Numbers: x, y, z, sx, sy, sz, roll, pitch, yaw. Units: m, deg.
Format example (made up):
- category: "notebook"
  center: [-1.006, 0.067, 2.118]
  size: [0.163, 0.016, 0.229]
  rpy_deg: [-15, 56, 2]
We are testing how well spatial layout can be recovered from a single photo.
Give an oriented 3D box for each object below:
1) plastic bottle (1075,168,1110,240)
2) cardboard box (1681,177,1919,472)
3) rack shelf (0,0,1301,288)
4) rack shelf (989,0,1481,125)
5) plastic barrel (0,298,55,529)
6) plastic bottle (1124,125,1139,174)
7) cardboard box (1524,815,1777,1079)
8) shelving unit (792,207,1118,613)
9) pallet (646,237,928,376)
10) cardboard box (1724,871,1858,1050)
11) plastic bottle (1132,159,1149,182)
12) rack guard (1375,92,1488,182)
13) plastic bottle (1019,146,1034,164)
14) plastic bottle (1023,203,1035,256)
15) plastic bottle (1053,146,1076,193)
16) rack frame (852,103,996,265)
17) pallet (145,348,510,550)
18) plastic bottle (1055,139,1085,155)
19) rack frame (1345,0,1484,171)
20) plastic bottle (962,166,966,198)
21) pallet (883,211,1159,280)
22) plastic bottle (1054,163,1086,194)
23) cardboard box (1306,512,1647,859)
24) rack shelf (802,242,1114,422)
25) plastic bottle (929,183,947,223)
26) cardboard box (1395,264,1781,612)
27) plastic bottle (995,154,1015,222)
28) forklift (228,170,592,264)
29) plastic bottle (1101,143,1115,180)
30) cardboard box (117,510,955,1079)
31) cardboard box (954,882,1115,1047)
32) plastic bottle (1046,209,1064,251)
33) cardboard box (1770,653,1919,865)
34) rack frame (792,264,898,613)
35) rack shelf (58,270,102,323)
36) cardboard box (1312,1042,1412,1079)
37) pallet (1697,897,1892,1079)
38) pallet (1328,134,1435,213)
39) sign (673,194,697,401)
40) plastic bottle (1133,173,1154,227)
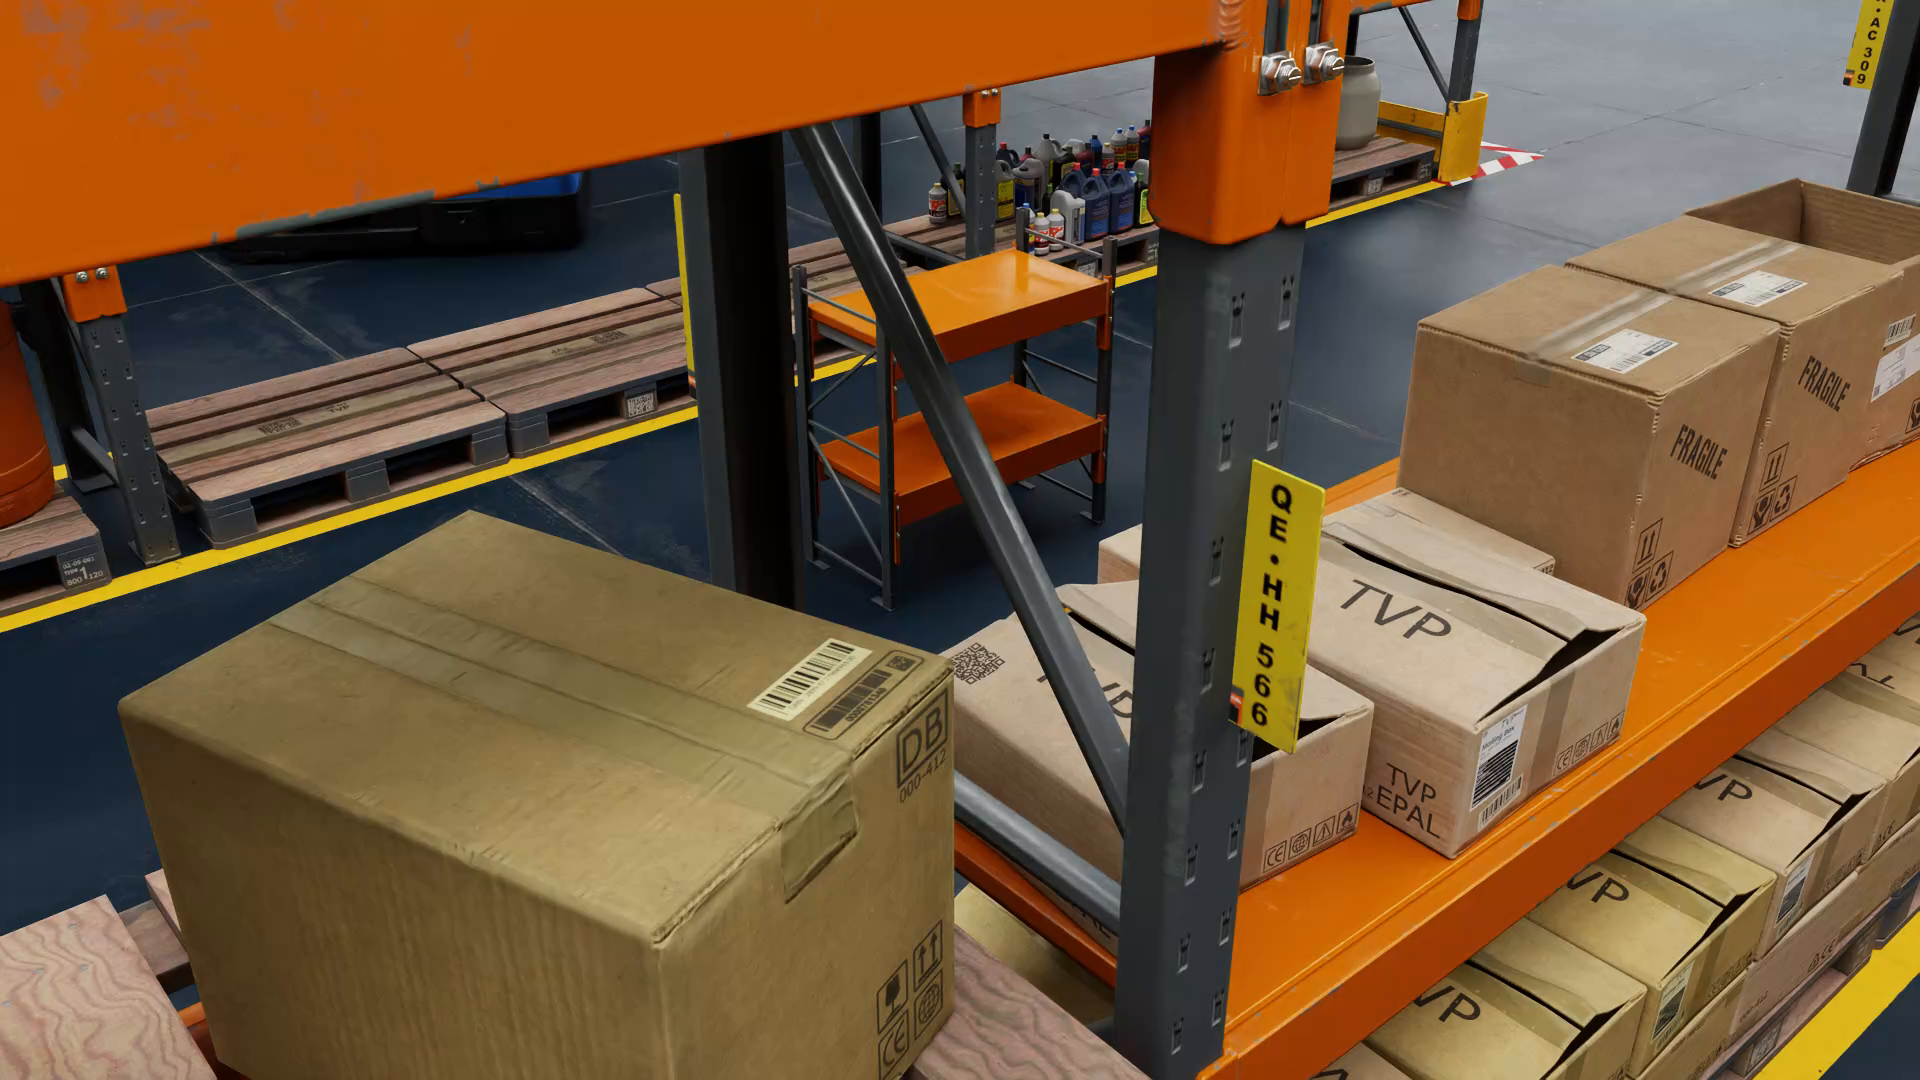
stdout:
- category: "plastic bottle"
  center: [0.689, -1.765, 8.715]
  size: [0.185, 0.351, 0.144]
  rpy_deg: [-21, 34, -34]
- category: "cardboard box"
  center: [2.022, -0.518, 3.931]
  size: [0.500, 0.500, 0.500]
  rpy_deg: [-19, 34, -31]
- category: "rack shelf"
  center: [-1.547, -0.034, 0.713]
  size: [4.000, 0.370, 1.077]
  rpy_deg: [-22, 35, -35]
- category: "rack shelf"
  center: [1.327, -2.936, 9.325]
  size: [4.000, 0.370, 1.077]
  rpy_deg: [-22, 35, -35]
- category: "plastic barrel"
  center: [-3.598, -0.490, 5.842]
  size: [0.708, 0.830, 0.600]
  rpy_deg: [-22, 35, -35]
- category: "plastic bottle"
  center: [1.006, -2.308, 9.814]
  size: [0.097, 0.271, 0.097]
  rpy_deg: [0, 28, 0]
- category: "cardboard box"
  center: [1.347, 0.766, 3.511]
  size: [0.500, 0.311, 0.500]
  rpy_deg: [-23, 36, -36]
- category: "shelving unit"
  center: [-0.005, -0.494, 5.981]
  size: [1.048, 1.125, 0.538]
  rpy_deg: [-22, 35, -35]
- category: "pallet"
  center: [-0.767, -1.157, 8.192]
  size: [1.213, 0.211, 1.003]
  rpy_deg: [-22, 35, -35]
- category: "cardboard box"
  center: [1.728, 0.860, 3.930]
  size: [0.500, 0.250, 0.500]
  rpy_deg: [-21, 35, -34]
- category: "plastic bottle"
  center: [1.041, -1.966, 9.169]
  size: [0.135, 0.276, 0.152]
  rpy_deg: [-22, 35, -35]
- category: "rack guard"
  center: [2.821, -2.723, 10.814]
  size: [0.348, 0.500, 1.175]
  rpy_deg: [-22, 35, -35]
- category: "plastic bottle"
  center: [0.351, -2.061, 9.340]
  size: [0.133, 0.283, 0.061]
  rpy_deg: [-19, 34, -32]
- category: "plastic bottle"
  center: [0.333, -1.573, 8.438]
  size: [0.097, 0.271, 0.097]
  rpy_deg: [0, 28, 0]
- category: "plastic bottle"
  center: [0.586, -2.066, 9.350]
  size: [0.133, 0.283, 0.061]
  rpy_deg: [-22, 35, -35]
- category: "rack frame"
  center: [-0.194, -2.641, 8.010]
  size: [0.127, 3.000, 1.000]
  rpy_deg: [-22, 35, -35]
- category: "pallet"
  center: [-2.623, -0.411, 6.795]
  size: [1.213, 0.211, 1.003]
  rpy_deg: [-22, 35, -35]
- category: "plastic bottle"
  center: [0.626, -2.140, 9.496]
  size: [0.135, 0.276, 0.152]
  rpy_deg: [-21, 35, -34]
- category: "rack frame"
  center: [2.849, -3.865, 10.300]
  size: [0.127, 3.000, 1.000]
  rpy_deg: [-22, 35, -35]
- category: "plastic bottle"
  center: [0.109, -1.968, 9.093]
  size: [0.185, 0.351, 0.144]
  rpy_deg: [-23, 36, -36]
- category: "pallet"
  center: [0.344, -1.602, 9.024]
  size: [1.213, 0.211, 1.003]
  rpy_deg: [-22, 35, -35]
- category: "plastic bottle"
  center: [0.596, -1.817, 8.811]
  size: [0.185, 0.351, 0.144]
  rpy_deg: [-22, 35, -35]
- category: "cardboard box"
  center: [0.781, 0.195, 2.798]
  size: [0.500, 0.311, 0.500]
  rpy_deg: [-22, 35, -35]
- category: "rack shelf"
  center: [-0.005, -0.752, 5.843]
  size: [1.000, 0.278, 0.538]
  rpy_deg: [-22, 35, -35]
- category: "plastic bottle"
  center: [-0.121, -1.824, 8.983]
  size: [0.097, 0.201, 0.097]
  rpy_deg: [0, 28, 0]
- category: "cardboard box"
  center: [1.241, -0.204, 3.343]
  size: [0.500, 0.500, 0.500]
  rpy_deg: [-24, 36, -37]
- category: "plastic bottle"
  center: [0.202, -1.916, 8.996]
  size: [0.185, 0.351, 0.144]
  rpy_deg: [-22, 35, -35]
- category: "forklift"
  center: [-3.672, -3.061, 8.868]
  size: [3.031, 2.935, 1.130]
  rpy_deg: [-4, 28, -7]
- category: "plastic bottle"
  center: [0.855, -2.216, 9.717]
  size: [0.097, 0.201, 0.097]
  rpy_deg: [0, 28, 0]
- category: "cardboard box"
  center: [-0.431, 0.363, 1.836]
  size: [0.700, 0.500, 0.500]
  rpy_deg: [15, 32, 26]
- category: "cardboard box"
  center: [0.213, 0.891, 3.277]
  size: [0.500, 0.311, 0.500]
  rpy_deg: [-21, 34, -34]
- category: "plastic bottle"
  center: [0.487, -1.604, 8.571]
  size: [0.097, 0.201, 0.097]
  rpy_deg: [0, 28, 0]
- category: "cardboard box"
  center: [2.123, 0.456, 4.091]
  size: [0.500, 0.311, 0.500]
  rpy_deg: [-22, 35, -35]
- category: "rack frame"
  center: [-0.392, -0.339, 5.690]
  size: [0.032, 1.125, 0.500]
  rpy_deg: [-22, 35, -35]
- category: "rack shelf"
  center: [-4.759, -0.489, 4.745]
  size: [4.000, 0.370, 1.077]
  rpy_deg: [-22, 35, -35]
- category: "cardboard box"
  center: [0.564, 1.085, 2.915]
  size: [0.500, 0.311, 0.500]
  rpy_deg: [-21, 34, -33]
- category: "pallet"
  center: [1.554, 0.980, 4.192]
  size: [1.213, 0.211, 1.003]
  rpy_deg: [-22, 35, -35]
- category: "pallet"
  center: [2.200, -2.349, 10.421]
  size: [1.213, 0.211, 1.003]
  rpy_deg: [-22, 35, -35]
- category: "sign"
  center: [-0.388, -0.349, 2.493]
  size: [0.005, 0.325, 0.100]
  rpy_deg: [-22, 35, -35]
- category: "plastic bottle"
  center: [0.985, -1.829, 8.905]
  size: [0.133, 0.283, 0.061]
  rpy_deg: [-20, 34, -33]
